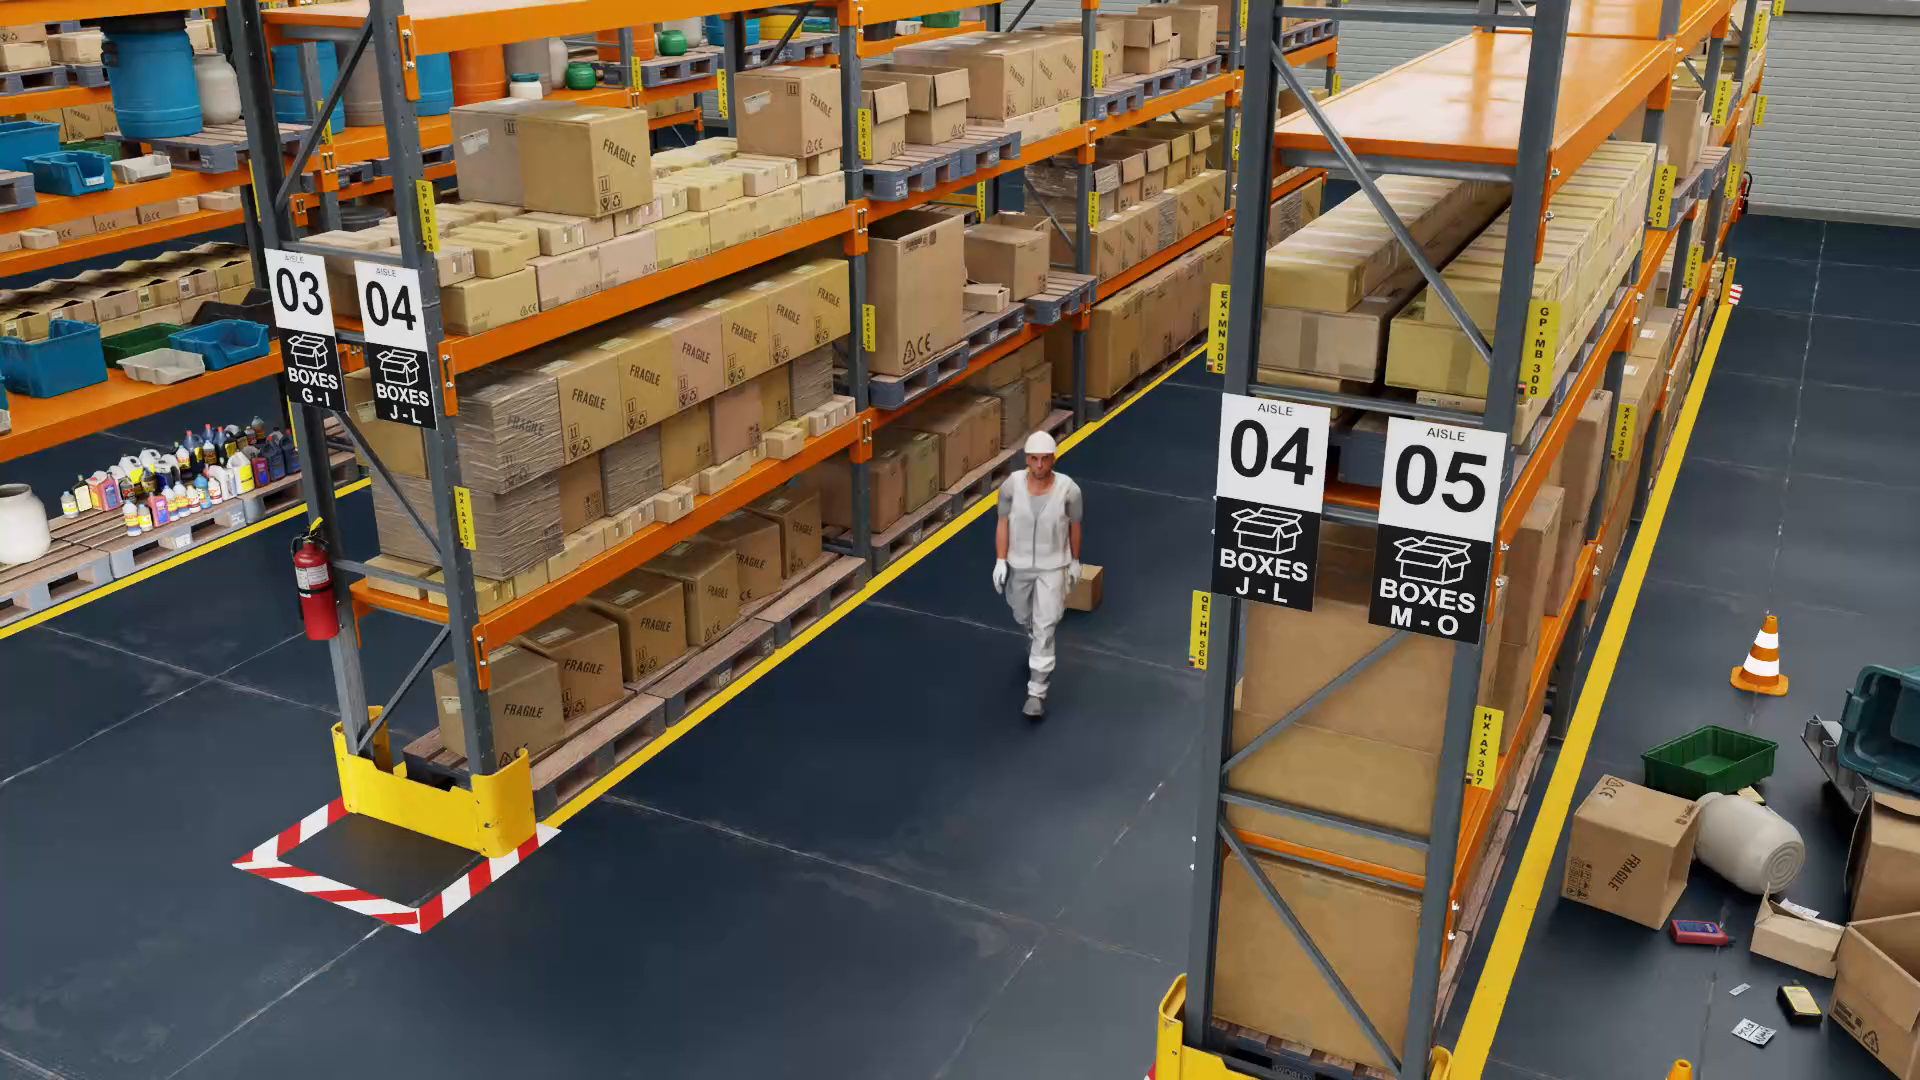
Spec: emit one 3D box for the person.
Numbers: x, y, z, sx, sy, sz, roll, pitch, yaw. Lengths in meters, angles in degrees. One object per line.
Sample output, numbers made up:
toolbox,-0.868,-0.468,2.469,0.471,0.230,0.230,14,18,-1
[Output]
person,0.491,0.136,10.412,0.527,1.753,1.032,5,23,13
